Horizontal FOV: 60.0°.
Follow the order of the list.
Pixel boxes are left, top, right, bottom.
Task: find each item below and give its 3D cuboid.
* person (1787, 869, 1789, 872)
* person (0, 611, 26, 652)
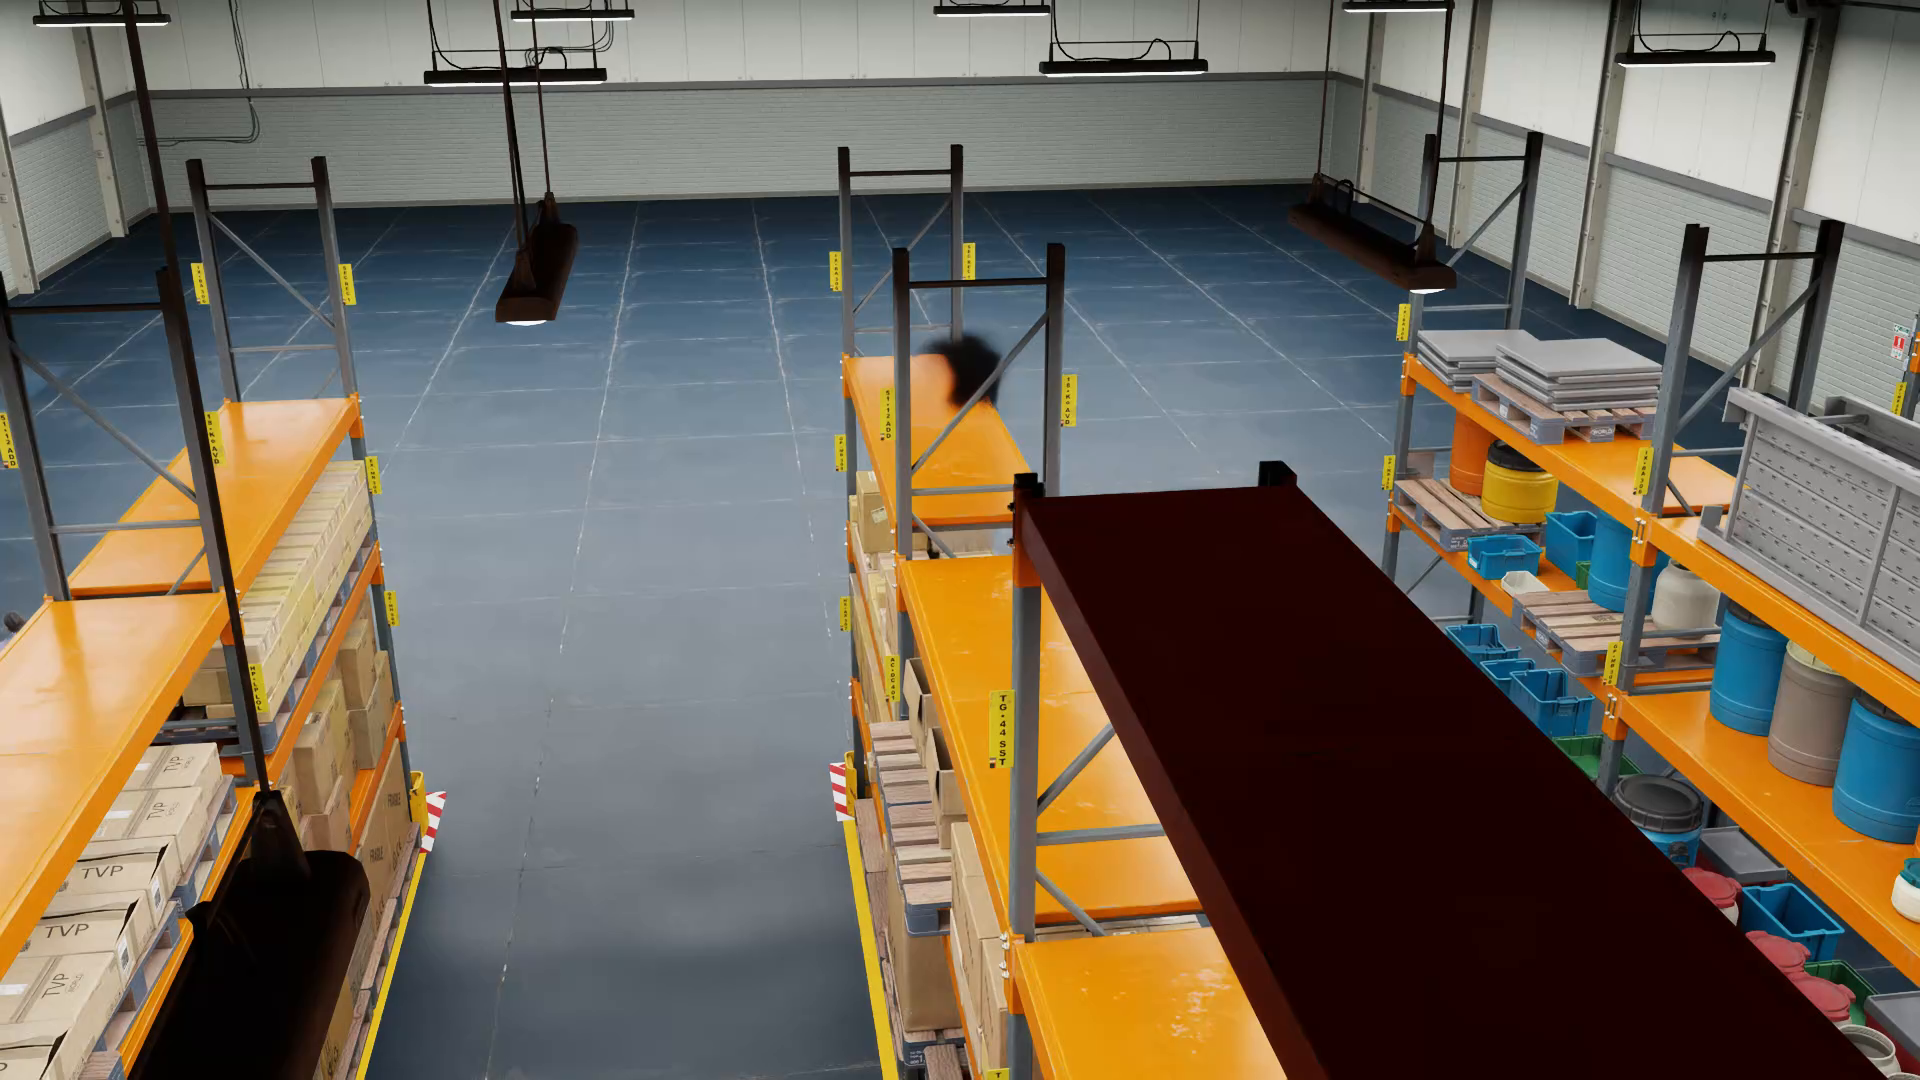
[{"bbox_3d":[7.240,2.091,13.942,0.631,1.829,0.842,-6,23,-16],"label":"person"},{"bbox_3d":[-8.802,1.470,15.818,0.675,1.562,0.812,-12,25,-28],"label":"person"}]
